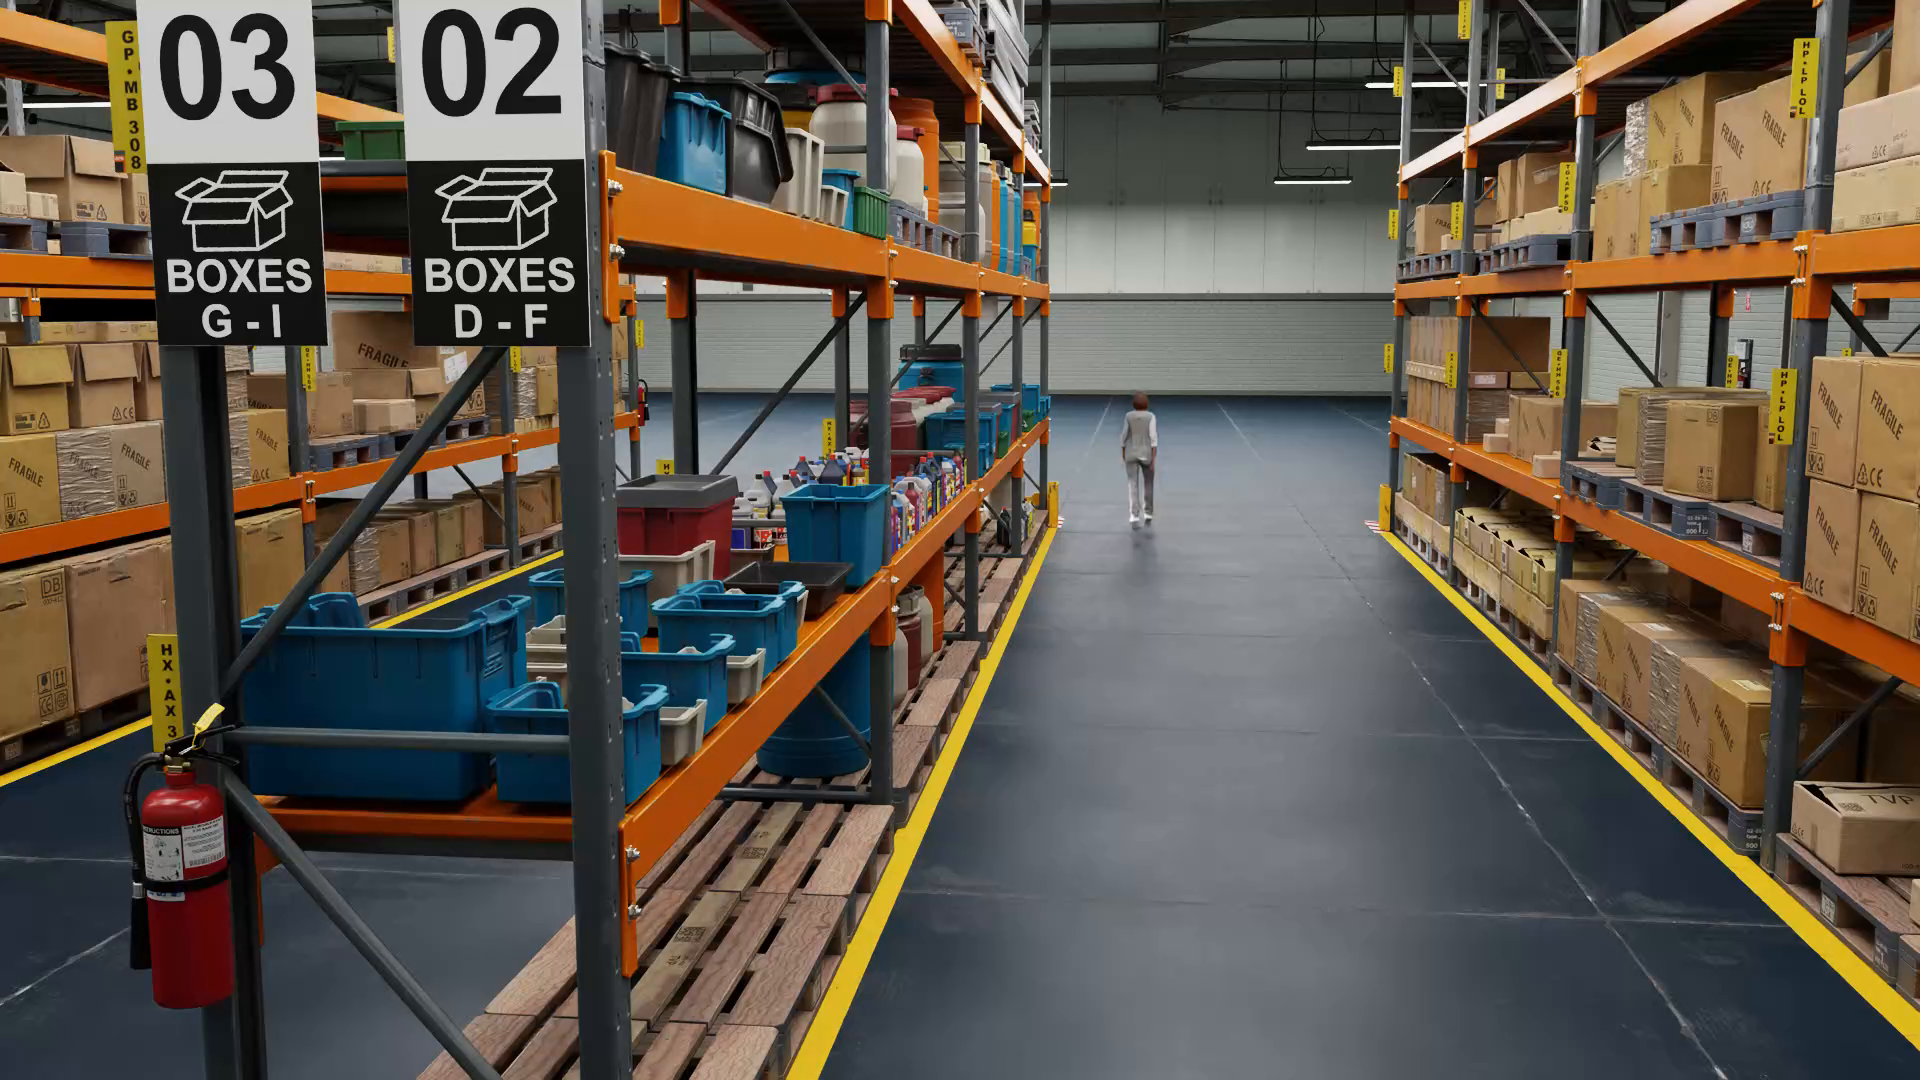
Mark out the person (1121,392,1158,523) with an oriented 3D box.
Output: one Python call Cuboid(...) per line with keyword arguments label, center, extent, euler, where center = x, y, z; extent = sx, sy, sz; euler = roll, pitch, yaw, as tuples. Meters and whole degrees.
Cuboid(label="person", center=(2.127, -0.998, 19.758), extent=(0.449, 1.532, 0.954), euler=(1, 8, 10))
